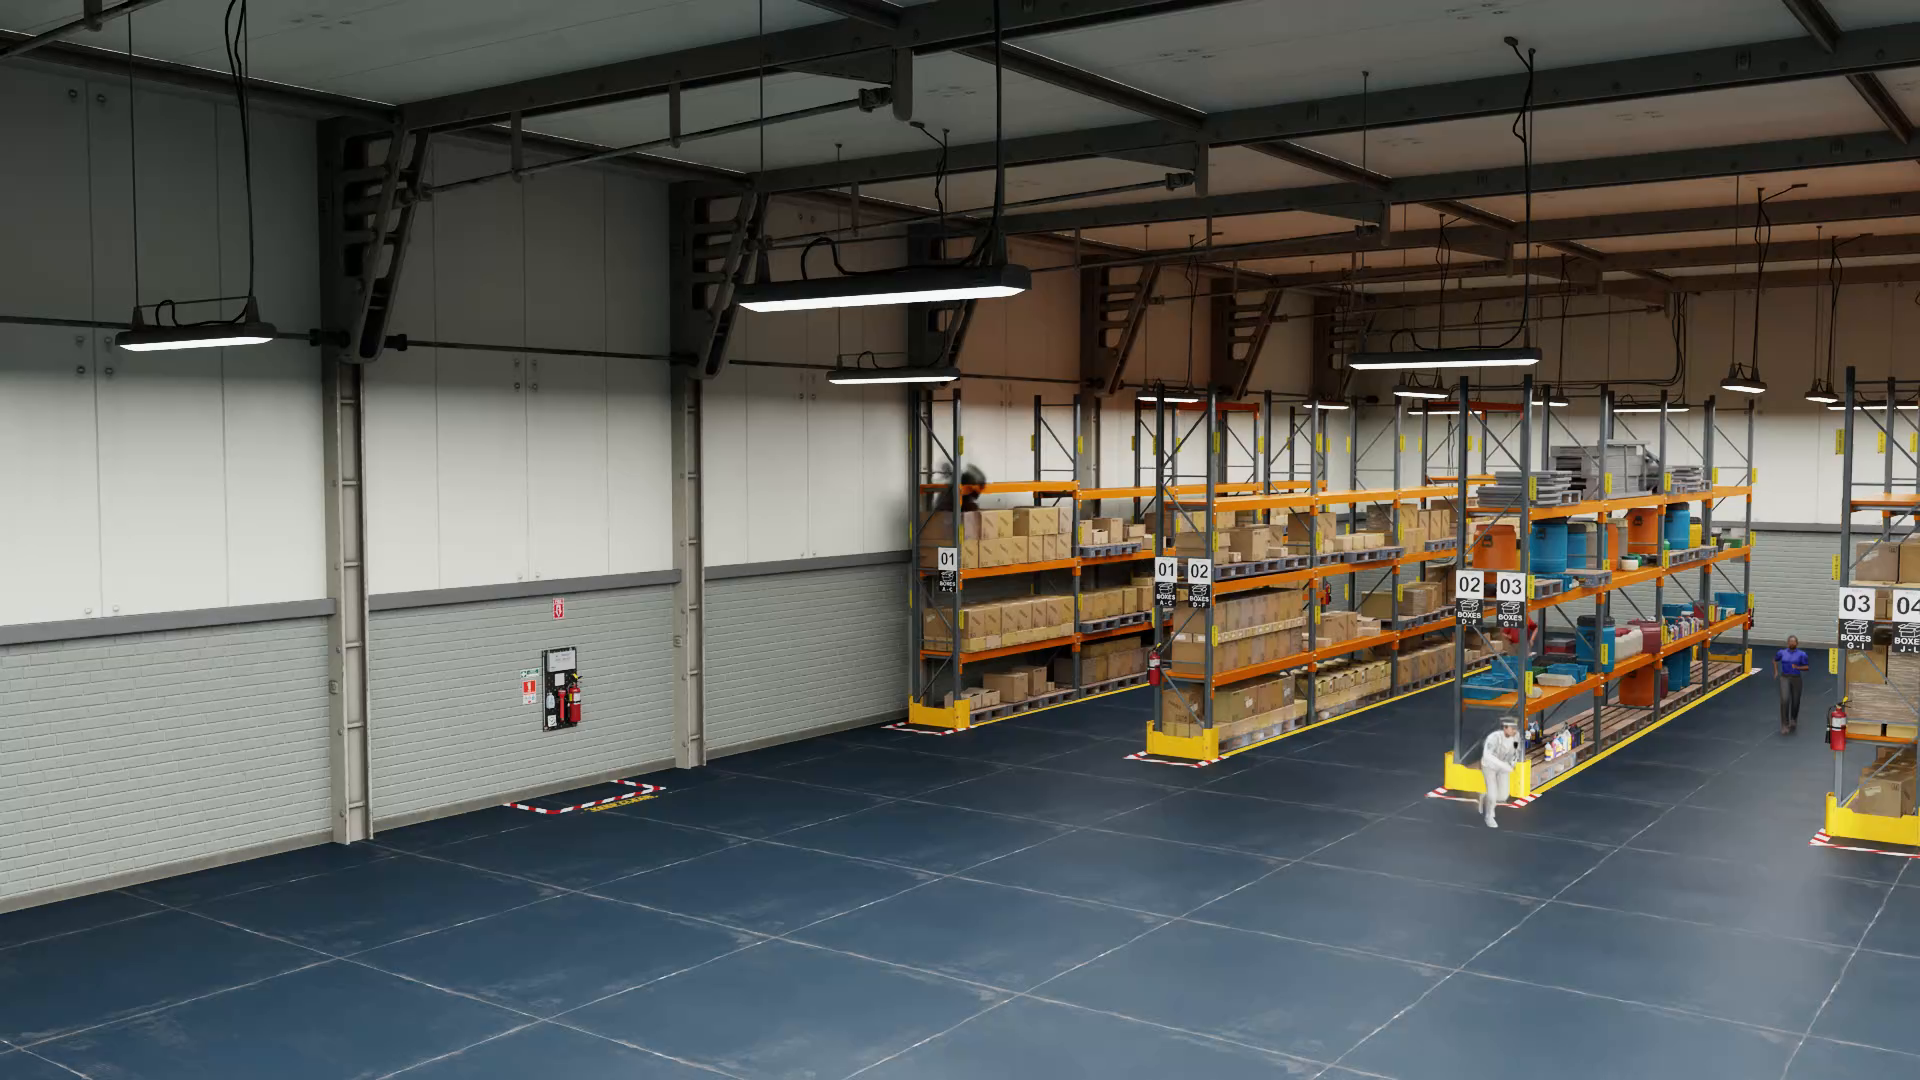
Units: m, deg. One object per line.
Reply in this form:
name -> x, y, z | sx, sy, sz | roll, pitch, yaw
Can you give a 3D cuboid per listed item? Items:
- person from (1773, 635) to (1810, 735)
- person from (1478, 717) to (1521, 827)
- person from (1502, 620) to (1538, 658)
person -> 14.515, 2.510, 29.047 | 0.562, 1.669, 0.885 | 1, 4, 24
person -> 7.091, 3.024, 21.764 | 0.626, 1.509, 0.765 | -1, 3, -15
person -> 11.273, 2.219, 33.541 | 0.664, 1.730, 0.924 | 2, 4, 25
